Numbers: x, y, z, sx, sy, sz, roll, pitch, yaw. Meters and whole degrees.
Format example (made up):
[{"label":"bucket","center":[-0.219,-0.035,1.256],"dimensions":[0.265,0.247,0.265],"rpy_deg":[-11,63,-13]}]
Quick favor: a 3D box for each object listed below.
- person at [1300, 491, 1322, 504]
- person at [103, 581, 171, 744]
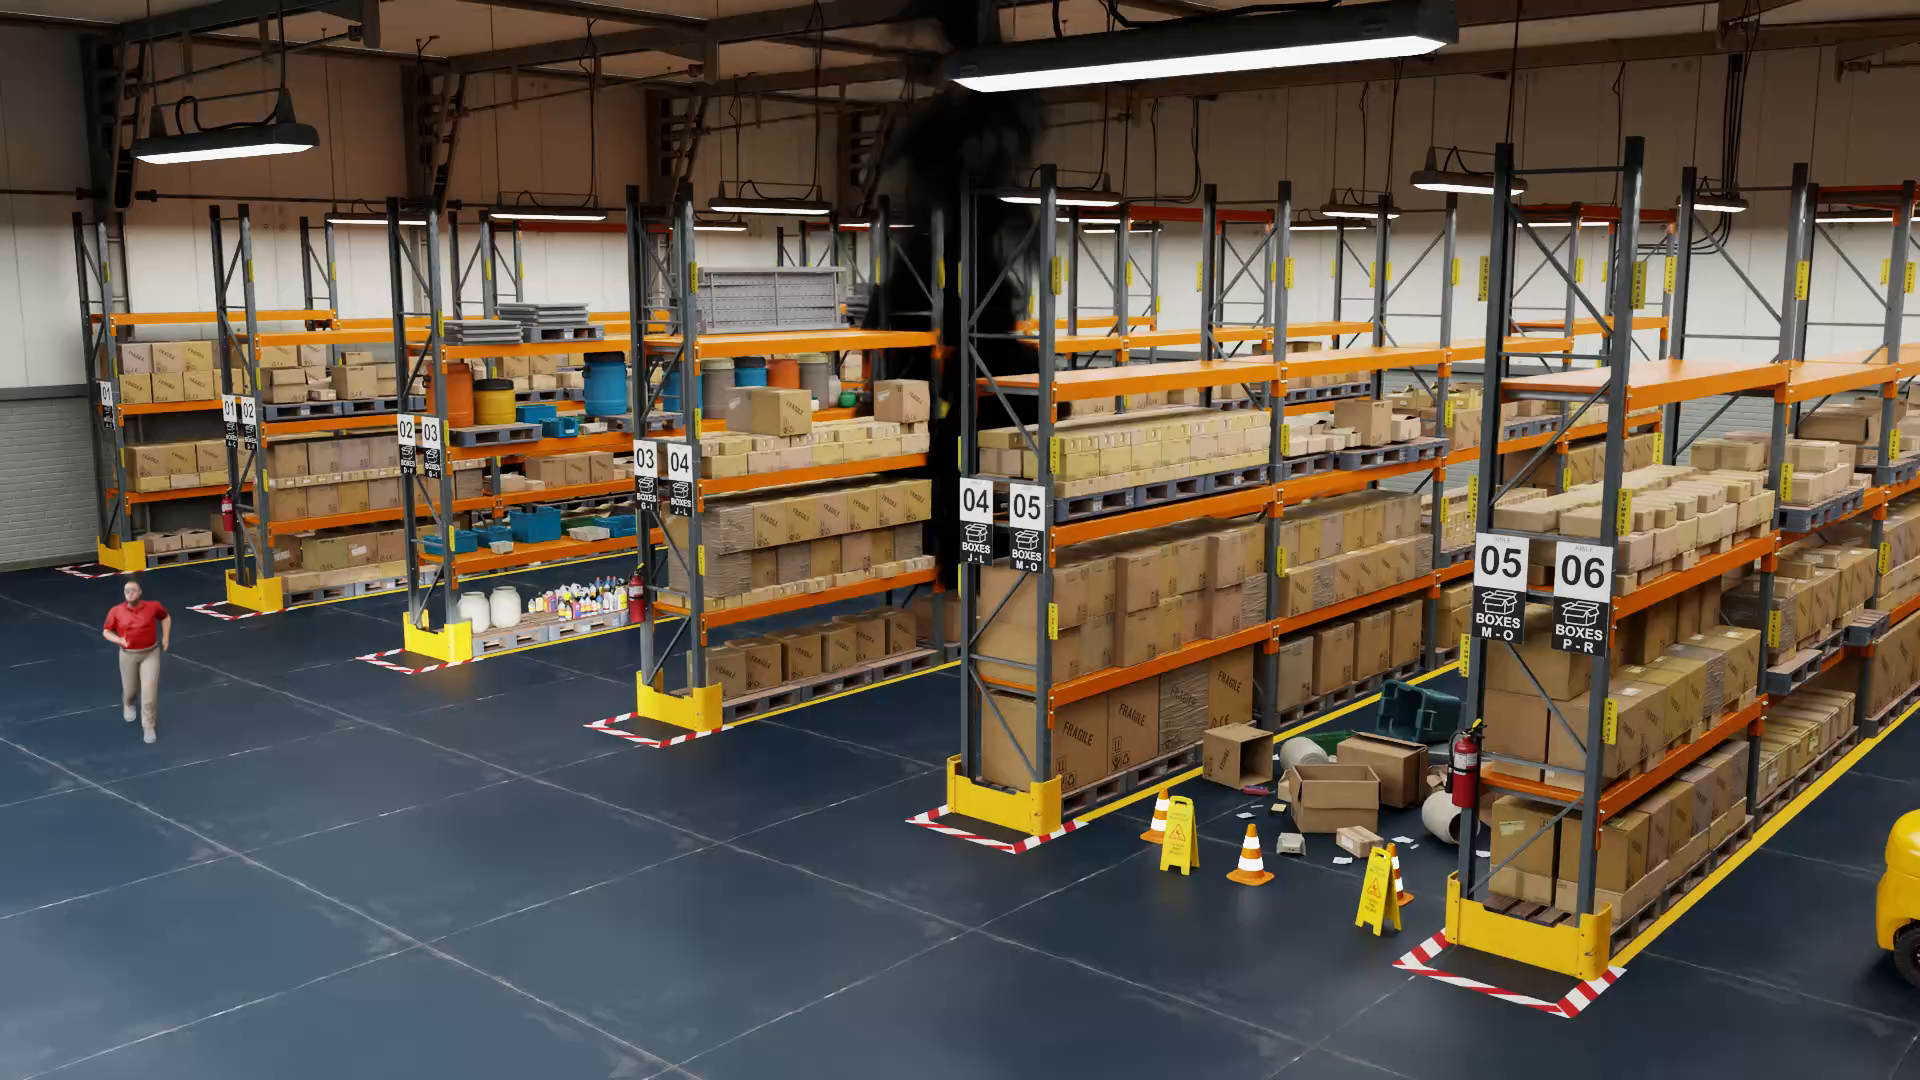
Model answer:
[{"label":"person","center":[5.510,0.013,25.906],"dimensions":[0.681,1.796,0.775],"rpy_deg":[8,12,40]},{"label":"person","center":[-9.050,1.298,18.347],"dimensions":[0.672,1.739,0.969],"rpy_deg":[-4,10,-24]}]
